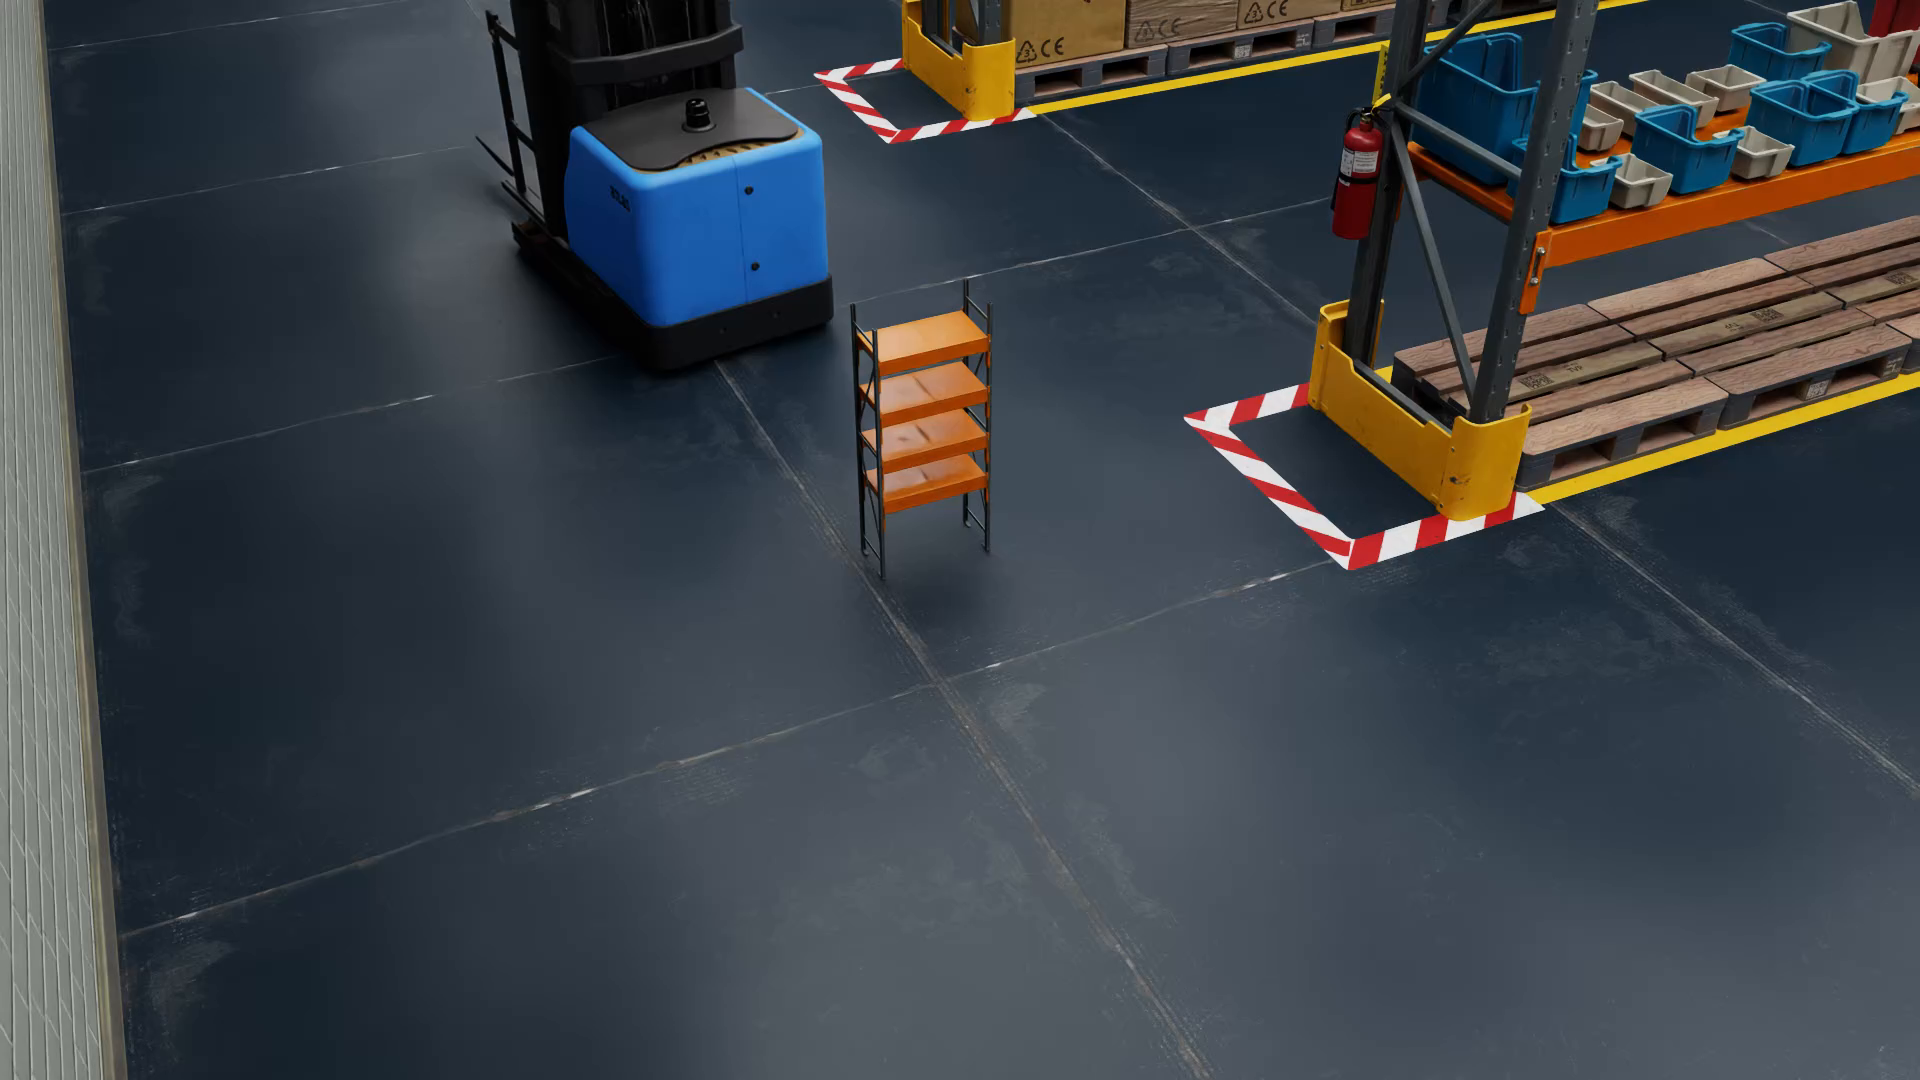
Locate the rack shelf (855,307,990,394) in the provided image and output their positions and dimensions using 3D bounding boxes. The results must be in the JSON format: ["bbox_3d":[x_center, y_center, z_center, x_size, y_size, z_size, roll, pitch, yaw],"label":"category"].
[{"bbox_3d":[-0.150,-0.756,6.602,0.480,0.148,0.258,-16,39,-20],"label":"rack shelf"}]

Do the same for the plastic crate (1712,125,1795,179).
[{"bbox_3d":[3.407,-1.657,7.136,0.298,0.136,0.250,-16,39,-20],"label":"plastic crate"}]

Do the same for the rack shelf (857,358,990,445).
[{"bbox_3d":[-0.150,-0.566,6.743,0.480,0.148,0.258,-16,39,-20],"label":"rack shelf"}]

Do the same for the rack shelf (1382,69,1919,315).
[{"bbox_3d":[3.915,-1.862,7.847,4.000,0.370,1.077,-16,39,-20],"label":"rack shelf"}]

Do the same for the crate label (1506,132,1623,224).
[{"bbox_3d":[2.467,-1.487,6.827,0.303,0.233,0.416,-16,39,-20],"label":"crate label"}]

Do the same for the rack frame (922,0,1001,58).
[{"bbox_3d":[0.000,-4.316,10.551,0.127,3.000,1.000,-16,39,-20],"label":"rack frame"}]

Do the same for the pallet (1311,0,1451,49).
[{"bbox_3d":[2.899,-4.058,12.544,1.213,0.211,1.003,-16,39,-20],"label":"pallet"}]

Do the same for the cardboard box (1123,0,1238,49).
[{"bbox_3d":[1.369,-4.067,11.646,0.875,0.875,0.875,-16,39,-20],"label":"cardboard box"}]

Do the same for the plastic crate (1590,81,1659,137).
[{"bbox_3d":[3.034,-1.933,7.509,0.243,0.136,0.396,-16,39,-20],"label":"plastic crate"}]

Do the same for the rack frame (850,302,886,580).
[{"bbox_3d":[-0.371,-0.378,6.753,0.015,1.200,0.240,-16,39,-20],"label":"rack frame"}]

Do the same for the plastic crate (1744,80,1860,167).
[{"bbox_3d":[3.659,-1.820,7.276,0.300,0.233,0.416,-16,39,-20],"label":"plastic crate"}]

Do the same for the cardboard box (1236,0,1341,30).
[{"bbox_3d":[2.174,-4.292,11.950,0.875,0.875,0.875,-16,39,-20],"label":"cardboard box"}]

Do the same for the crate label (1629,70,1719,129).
[{"bbox_3d":[3.276,-2.017,7.622,0.243,0.136,0.396,-16,39,-20],"label":"crate label"}]

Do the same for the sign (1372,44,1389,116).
[{"bbox_3d":[1.856,-2.003,7.296,0.005,0.325,0.100,-16,39,-20],"label":"sign"}]

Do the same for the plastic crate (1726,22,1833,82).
[{"bbox_3d":[3.854,-2.260,7.869,0.300,0.233,0.416,-16,39,-20],"label":"plastic crate"}]

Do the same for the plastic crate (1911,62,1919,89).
[{"bbox_3d":[4.826,-2.143,7.802,0.590,0.125,0.437,-16,39,-20],"label":"plastic crate"}]

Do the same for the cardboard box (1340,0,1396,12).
[{"bbox_3d":[2.989,-4.520,12.257,0.875,0.875,0.875,-16,39,-20],"label":"cardboard box"}]

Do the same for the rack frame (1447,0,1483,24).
[{"bbox_3d":[3.621,-5.329,11.916,0.127,3.000,1.000,-16,39,-20],"label":"rack frame"}]

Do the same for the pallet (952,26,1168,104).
[{"bbox_3d":[0.690,-3.441,11.712,1.213,0.211,1.003,-16,39,-20],"label":"pallet"}]

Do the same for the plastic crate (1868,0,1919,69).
[{"bbox_3d":[4.810,-2.617,8.156,0.583,0.464,0.402,-16,39,-20],"label":"plastic crate"}]

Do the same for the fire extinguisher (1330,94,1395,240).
[{"bbox_3d":[1.774,-1.671,7.363,0.183,0.674,0.296,-16,39,-20],"label":"fire extinguisher"}]

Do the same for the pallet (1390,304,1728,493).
[{"bbox_3d":[2.867,-0.713,8.034,1.213,0.211,1.003,-16,39,-20],"label":"pallet"}]

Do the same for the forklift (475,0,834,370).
[{"bbox_3d":[-1.886,-2.867,8.654,1.130,2.935,3.031,-21,42,-26],"label":"forklift"}]

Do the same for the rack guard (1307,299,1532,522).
[{"bbox_3d":[2.088,-0.628,7.677,0.348,0.500,1.175,-16,39,-20],"label":"rack guard"}]

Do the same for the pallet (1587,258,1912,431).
[{"bbox_3d":[3.970,-1.019,8.447,1.213,0.211,1.003,-16,39,-20],"label":"pallet"}]

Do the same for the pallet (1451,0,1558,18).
[{"bbox_3d":[4.287,-4.445,13.065,1.213,0.211,1.003,-16,39,-20],"label":"pallet"}]

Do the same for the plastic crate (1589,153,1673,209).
[{"bbox_3d":[2.793,-1.485,6.905,0.298,0.136,0.250,-16,39,-20],"label":"plastic crate"}]

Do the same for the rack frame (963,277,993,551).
[{"bbox_3d":[0.071,-0.502,6.919,0.015,1.200,0.240,-16,39,-20],"label":"rack frame"}]

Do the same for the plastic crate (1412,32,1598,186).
[{"bbox_3d":[2.328,-1.869,7.172,0.499,0.435,0.616,-16,39,-20],"label":"plastic crate"}]

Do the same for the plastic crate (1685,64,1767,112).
[{"bbox_3d":[3.536,-2.102,7.736,0.250,0.136,0.298,-16,39,-20],"label":"plastic crate"}]

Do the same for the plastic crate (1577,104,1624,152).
[{"bbox_3d":[2.765,-1.867,7.421,0.243,0.136,0.396,-16,39,-20],"label":"plastic crate"}]

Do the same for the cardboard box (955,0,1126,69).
[{"bbox_3d":[0.545,-3.837,11.336,0.875,0.875,0.875,-16,39,-20],"label":"cardboard box"}]

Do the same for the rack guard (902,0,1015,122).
[{"bbox_3d":[-0.022,-3.306,11.288,0.348,0.500,1.175,-16,39,-20],"label":"rack guard"}]

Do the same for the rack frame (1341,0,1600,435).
[{"bbox_3d":[2.104,-1.645,6.950,0.127,3.000,1.000,-16,39,-20],"label":"rack frame"}]

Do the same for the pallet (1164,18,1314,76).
[{"bbox_3d":[1.793,-3.747,12.125,1.213,0.211,1.003,-16,39,-20],"label":"pallet"}]

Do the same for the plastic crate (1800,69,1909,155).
[{"bbox_3d":[3.931,-1.896,7.379,0.300,0.233,0.416,-16,39,-20],"label":"plastic crate"}]

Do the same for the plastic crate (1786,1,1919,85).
[{"bbox_3d":[4.264,-2.347,7.945,0.530,0.282,0.437,-16,39,-20],"label":"plastic crate"}]

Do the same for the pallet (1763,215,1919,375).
[{"bbox_3d":[5.076,-1.331,8.867,1.213,0.211,1.003,-16,39,-20],"label":"pallet"}]

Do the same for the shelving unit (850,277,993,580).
[{"bbox_3d":[-0.150,-0.440,6.836,0.503,1.200,0.258,-16,39,-20],"label":"shelving unit"}]

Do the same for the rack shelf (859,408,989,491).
[{"bbox_3d":[-0.150,-0.386,6.876,0.480,0.148,0.258,-16,39,-20],"label":"rack shelf"}]

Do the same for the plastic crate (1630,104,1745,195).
[{"bbox_3d":[3.063,-1.654,7.052,0.300,0.233,0.416,-16,39,-20],"label":"plastic crate"}]

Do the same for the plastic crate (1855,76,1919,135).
[{"bbox_3d":[4.276,-1.973,7.563,0.466,0.136,0.293,-16,39,-20],"label":"plastic crate"}]

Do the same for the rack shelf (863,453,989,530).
[{"bbox_3d":[-0.150,-0.226,6.994,0.480,0.148,0.258,-16,39,-20],"label":"rack shelf"}]
